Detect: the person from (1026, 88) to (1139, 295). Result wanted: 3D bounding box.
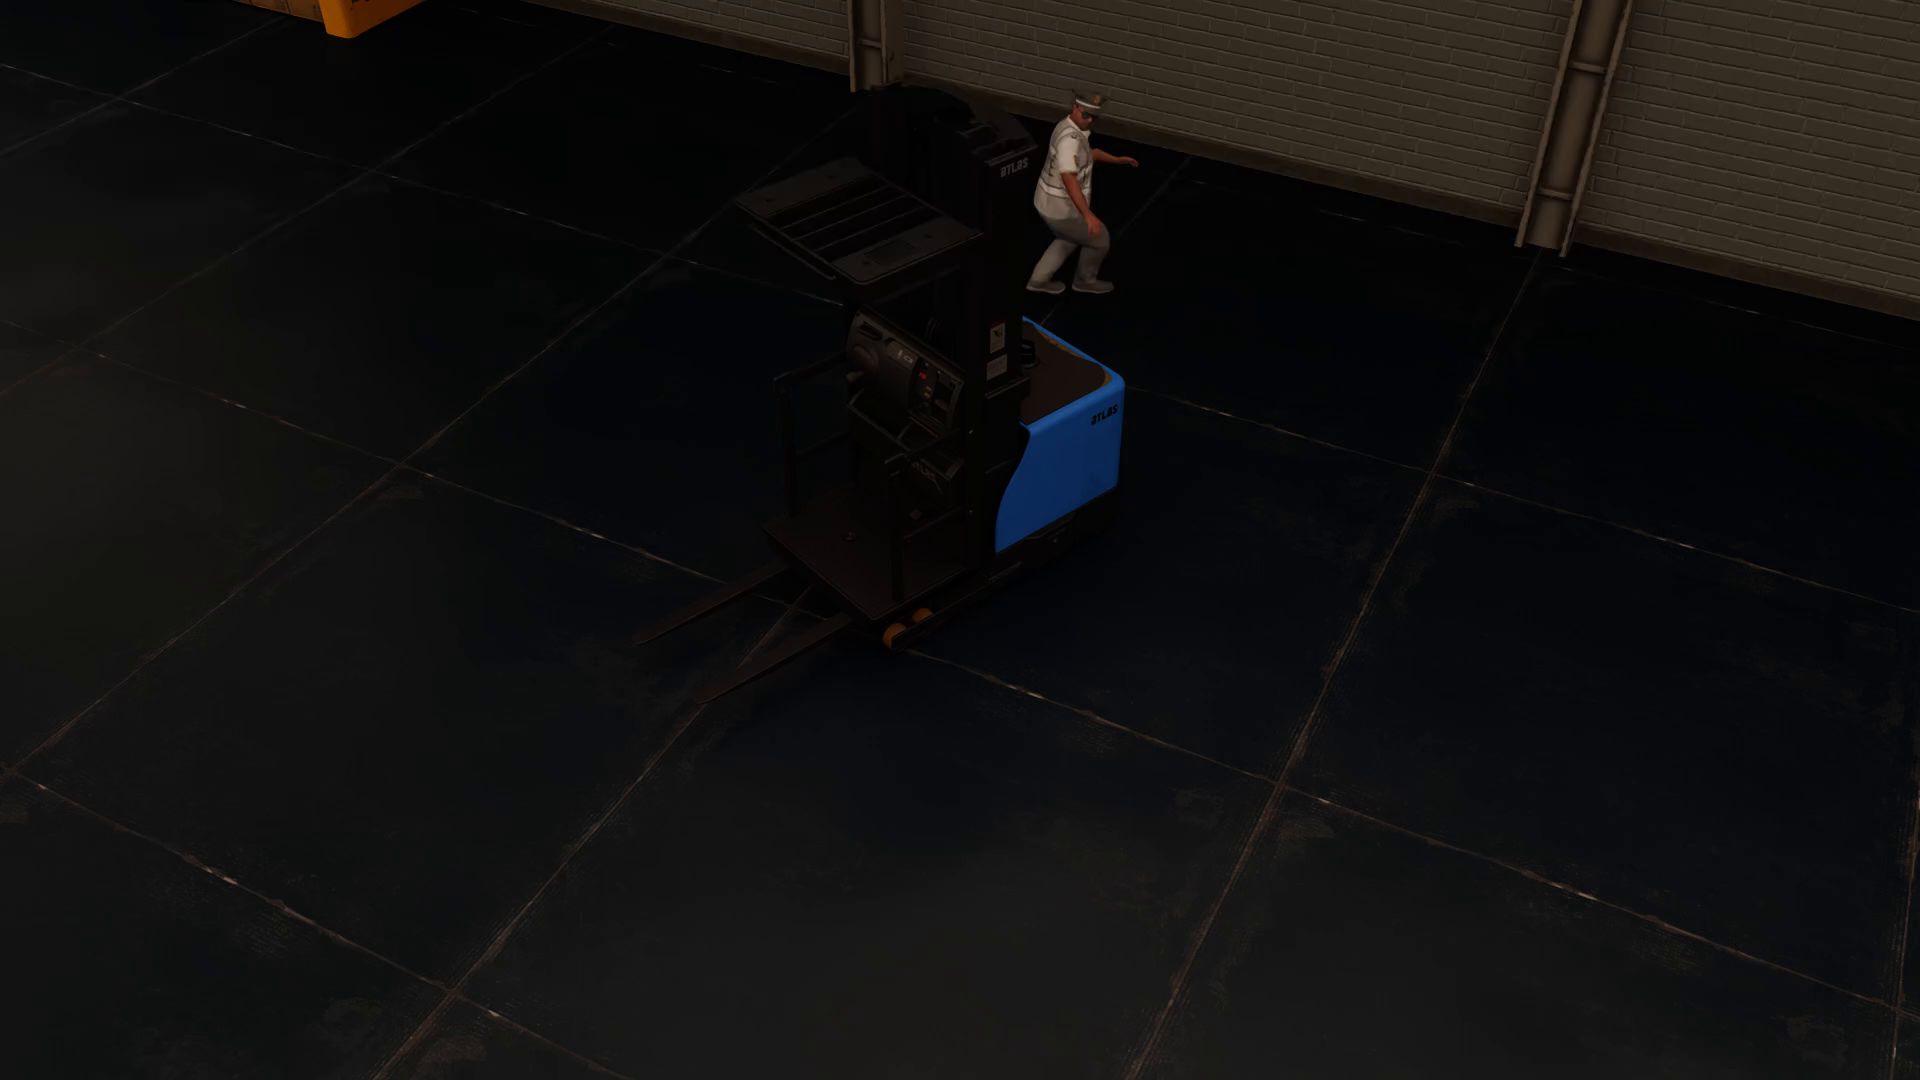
[{"bbox_3d":[0.917,-2.409,11.870,0.867,1.637,0.887,-11,41,-12],"label":"person"}]

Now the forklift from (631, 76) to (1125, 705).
[{"bbox_3d":[-0.465,-0.867,9.016,3.031,2.935,1.130,-29,48,-30],"label":"forklift"}]
